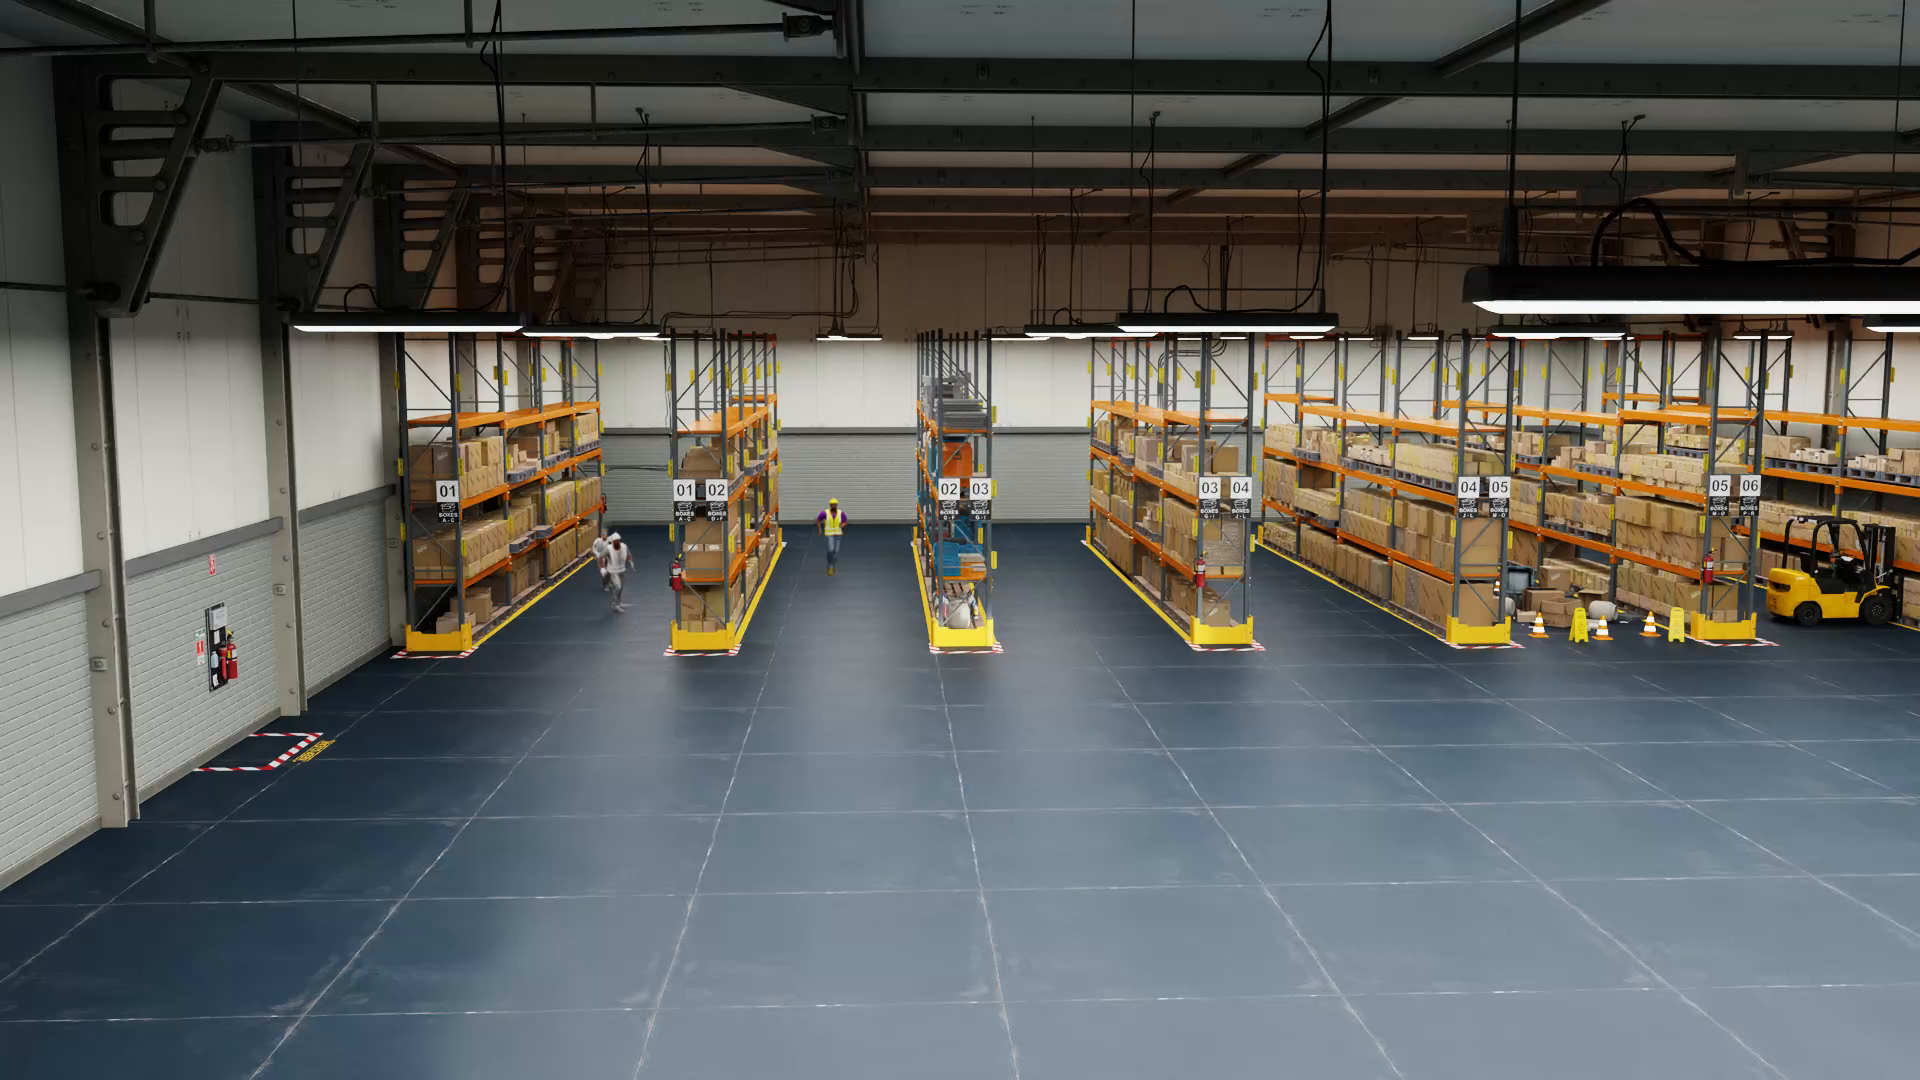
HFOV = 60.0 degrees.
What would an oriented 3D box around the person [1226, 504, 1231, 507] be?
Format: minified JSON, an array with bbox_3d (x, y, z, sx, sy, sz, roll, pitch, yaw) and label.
[{"bbox_3d":[7.562,-0.476,45.596,0.696,1.710,0.792,-1,7,-8],"label":"person"}]

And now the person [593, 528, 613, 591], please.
[{"bbox_3d":[-8.215,0.446,38.463,0.583,1.506,0.834,-3,8,-27],"label":"person"}]

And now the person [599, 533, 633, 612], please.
[{"bbox_3d":[-7.334,0.693,35.752,0.819,1.734,0.678,6,9,40],"label":"person"}]

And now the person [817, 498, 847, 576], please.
[{"bbox_3d":[-3.011,-0.066,39.517,0.679,1.848,0.709,-2,7,-18],"label":"person"}]
